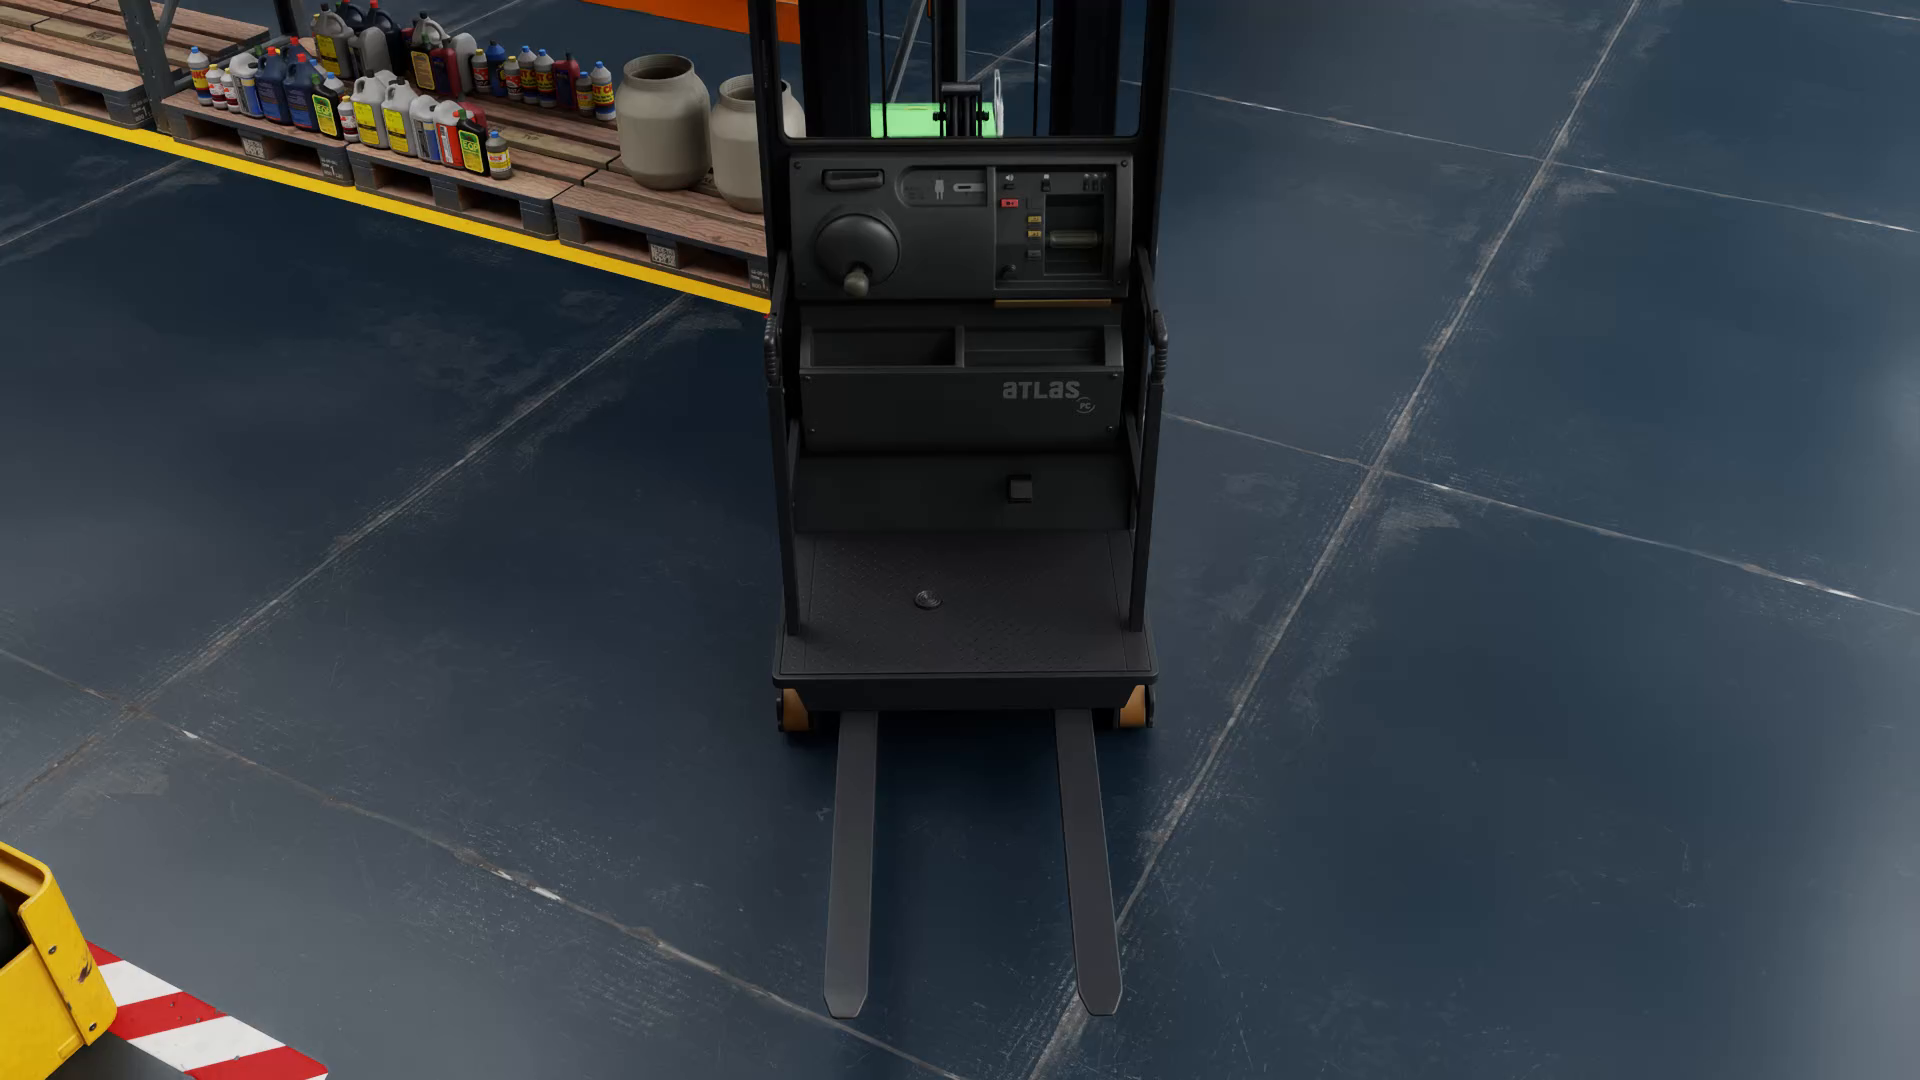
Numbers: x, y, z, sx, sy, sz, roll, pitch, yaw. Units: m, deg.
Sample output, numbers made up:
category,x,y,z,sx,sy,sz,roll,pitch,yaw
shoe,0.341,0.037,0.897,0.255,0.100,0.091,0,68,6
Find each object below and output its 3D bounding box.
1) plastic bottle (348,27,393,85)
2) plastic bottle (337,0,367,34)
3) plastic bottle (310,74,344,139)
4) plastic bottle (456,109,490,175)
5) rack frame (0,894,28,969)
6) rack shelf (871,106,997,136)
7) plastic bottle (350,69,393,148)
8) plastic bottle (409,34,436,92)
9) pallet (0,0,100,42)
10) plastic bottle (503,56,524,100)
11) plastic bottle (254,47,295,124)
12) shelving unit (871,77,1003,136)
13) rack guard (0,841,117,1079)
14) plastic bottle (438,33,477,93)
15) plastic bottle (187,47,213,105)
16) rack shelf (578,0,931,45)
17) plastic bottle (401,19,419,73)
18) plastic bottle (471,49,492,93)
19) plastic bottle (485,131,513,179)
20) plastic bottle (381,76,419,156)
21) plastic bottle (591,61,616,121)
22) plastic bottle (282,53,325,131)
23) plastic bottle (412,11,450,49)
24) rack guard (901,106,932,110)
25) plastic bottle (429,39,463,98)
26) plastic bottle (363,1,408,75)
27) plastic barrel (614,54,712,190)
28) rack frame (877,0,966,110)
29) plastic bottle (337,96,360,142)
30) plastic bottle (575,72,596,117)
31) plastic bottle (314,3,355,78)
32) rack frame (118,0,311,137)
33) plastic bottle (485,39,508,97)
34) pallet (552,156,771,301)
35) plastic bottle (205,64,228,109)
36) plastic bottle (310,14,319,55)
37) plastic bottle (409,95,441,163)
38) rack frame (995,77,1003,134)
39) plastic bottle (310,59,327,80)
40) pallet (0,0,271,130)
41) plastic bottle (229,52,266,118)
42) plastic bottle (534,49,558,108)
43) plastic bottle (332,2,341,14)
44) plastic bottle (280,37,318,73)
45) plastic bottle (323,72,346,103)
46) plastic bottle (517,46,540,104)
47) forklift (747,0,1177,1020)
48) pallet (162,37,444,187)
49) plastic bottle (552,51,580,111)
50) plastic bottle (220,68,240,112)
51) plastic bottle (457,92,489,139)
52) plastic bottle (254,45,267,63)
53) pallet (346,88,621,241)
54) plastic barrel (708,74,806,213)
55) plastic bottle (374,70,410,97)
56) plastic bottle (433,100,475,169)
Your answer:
category,x,y,z,sx,sy,sz,roll,pitch,yaw
plastic bottle,-2.980,-2.450,8.386,0.135,0.276,0.152,17,41,21
plastic bottle,-3.105,-2.620,8.547,0.185,0.351,0.144,16,40,20
plastic bottle,-2.988,-2.049,7.851,0.133,0.283,0.061,19,41,23
plastic bottle,-2.202,-1.803,7.527,0.133,0.283,0.061,18,41,23
rack frame,-2.538,0.247,2.944,0.127,3.000,1.000,17,41,21
rack shelf,-0.107,-1.433,5.957,0.480,0.148,0.258,-1,37,-1
plastic bottle,-2.738,-2.026,7.765,0.185,0.351,0.144,17,40,21
plastic bottle,-2.672,-2.387,8.297,0.133,0.283,0.061,17,41,21
pallet,-5.612,-2.949,9.461,1.213,0.211,1.003,17,41,21
plastic bottle,-2.205,-2.294,8.242,0.097,0.201,0.097,0,37,0
plastic bottle,-3.283,-2.197,7.990,0.185,0.351,0.144,18,41,23
shelving unit,-0.107,-1.102,6.209,0.503,1.200,0.258,-1,37,-1
rack guard,-2.517,1.249,3.691,0.348,0.500,1.175,17,41,21
plastic bottle,-2.505,-2.399,8.319,0.135,0.276,0.152,18,41,22
plastic bottle,-3.728,-2.288,8.176,0.097,0.271,0.097,0,37,0
rack shelf,-2.033,-2.681,7.396,4.000,0.370,1.077,17,41,21
plastic bottle,-2.770,-2.516,8.467,0.133,0.283,0.061,20,42,24
plastic bottle,-2.387,-2.352,8.318,0.097,0.201,0.097,0,37,0
plastic bottle,-2.090,-1.748,7.522,0.097,0.201,0.097,0,37,0
plastic bottle,-2.573,-1.974,7.697,0.185,0.351,0.144,19,41,23
plastic bottle,-1.724,-2.172,8.023,0.097,0.271,0.097,0,37,0
plastic bottle,-3.116,-2.144,7.921,0.185,0.351,0.144,16,40,20
plastic bottle,-2.647,-2.476,8.359,0.185,0.351,0.144,17,40,21
rack guard,-0.346,-1.412,7.196,0.348,0.500,1.175,17,41,21
plastic bottle,-2.553,-2.345,8.241,0.133,0.283,0.061,17,41,21
plastic bottle,-2.934,-2.566,8.477,0.185,0.351,0.144,15,40,19
plastic barrel,-1.322,-1.869,7.442,0.421,0.512,0.421,0,37,0
rack frame,-0.257,-2.412,6.446,0.127,3.000,1.000,17,41,21
plastic bottle,-2.875,-1.993,7.846,0.097,0.201,0.097,0,37,0
plastic bottle,-1.816,-2.172,8.082,0.097,0.201,0.097,0,37,0
plastic bottle,-3.171,-2.542,8.445,0.185,0.351,0.144,17,41,21
rack frame,-3.809,-3.524,7.911,0.127,3.000,1.000,17,41,21
plastic bottle,-2.297,-2.351,8.259,0.097,0.271,0.097,0,37,0
pallet,-1.065,-1.526,7.585,1.213,0.211,1.003,17,41,21
plastic bottle,-3.637,-2.232,8.160,0.097,0.201,0.097,0,37,0
plastic bottle,-3.344,-2.651,8.712,0.097,0.201,0.097,0,37,0
plastic bottle,-2.424,-1.901,7.662,0.135,0.276,0.152,16,40,20
rack frame,0.137,-1.105,6.214,0.015,1.200,0.240,-1,37,-1
plastic bottle,-3.099,-2.190,8.046,0.097,0.271,0.097,0,37,0
pallet,-4.524,-2.611,9.015,1.213,0.211,1.003,17,41,21
plastic bottle,-3.428,-2.215,8.076,0.135,0.276,0.152,19,41,23
plastic bottle,-2.028,-2.267,8.148,0.097,0.271,0.097,0,37,0
plastic bottle,-3.230,-2.660,8.657,0.133,0.283,0.061,19,41,24
plastic bottle,-3.217,-2.274,8.092,0.185,0.351,0.144,17,41,21
plastic bottle,-2.968,-2.092,7.918,0.097,0.271,0.097,0,37,0
plastic bottle,-2.117,-2.295,8.185,0.097,0.271,0.097,0,37,0
forklift,0.009,-0.786,4.362,1.130,2.935,3.031,-1,37,-1
pallet,-3.232,-2.204,8.479,1.213,0.211,1.003,17,41,21
plastic bottle,-1.916,-2.249,8.115,0.133,0.283,0.061,18,41,22
plastic bottle,-3.547,-2.204,8.123,0.097,0.201,0.097,0,37,0
plastic bottle,-2.252,-1.922,7.684,0.133,0.283,0.061,17,41,21
plastic bottle,-3.380,-2.275,8.149,0.133,0.283,0.061,17,41,21
pallet,-2.144,-1.865,8.033,1.213,0.211,1.003,17,41,21
plastic barrel,-0.877,-1.730,7.258,0.421,0.512,0.421,0,37,0
plastic bottle,-2.692,-2.083,7.902,0.135,0.276,0.152,17,41,21
plastic bottle,-2.301,-1.862,7.611,0.135,0.276,0.152,18,41,22
